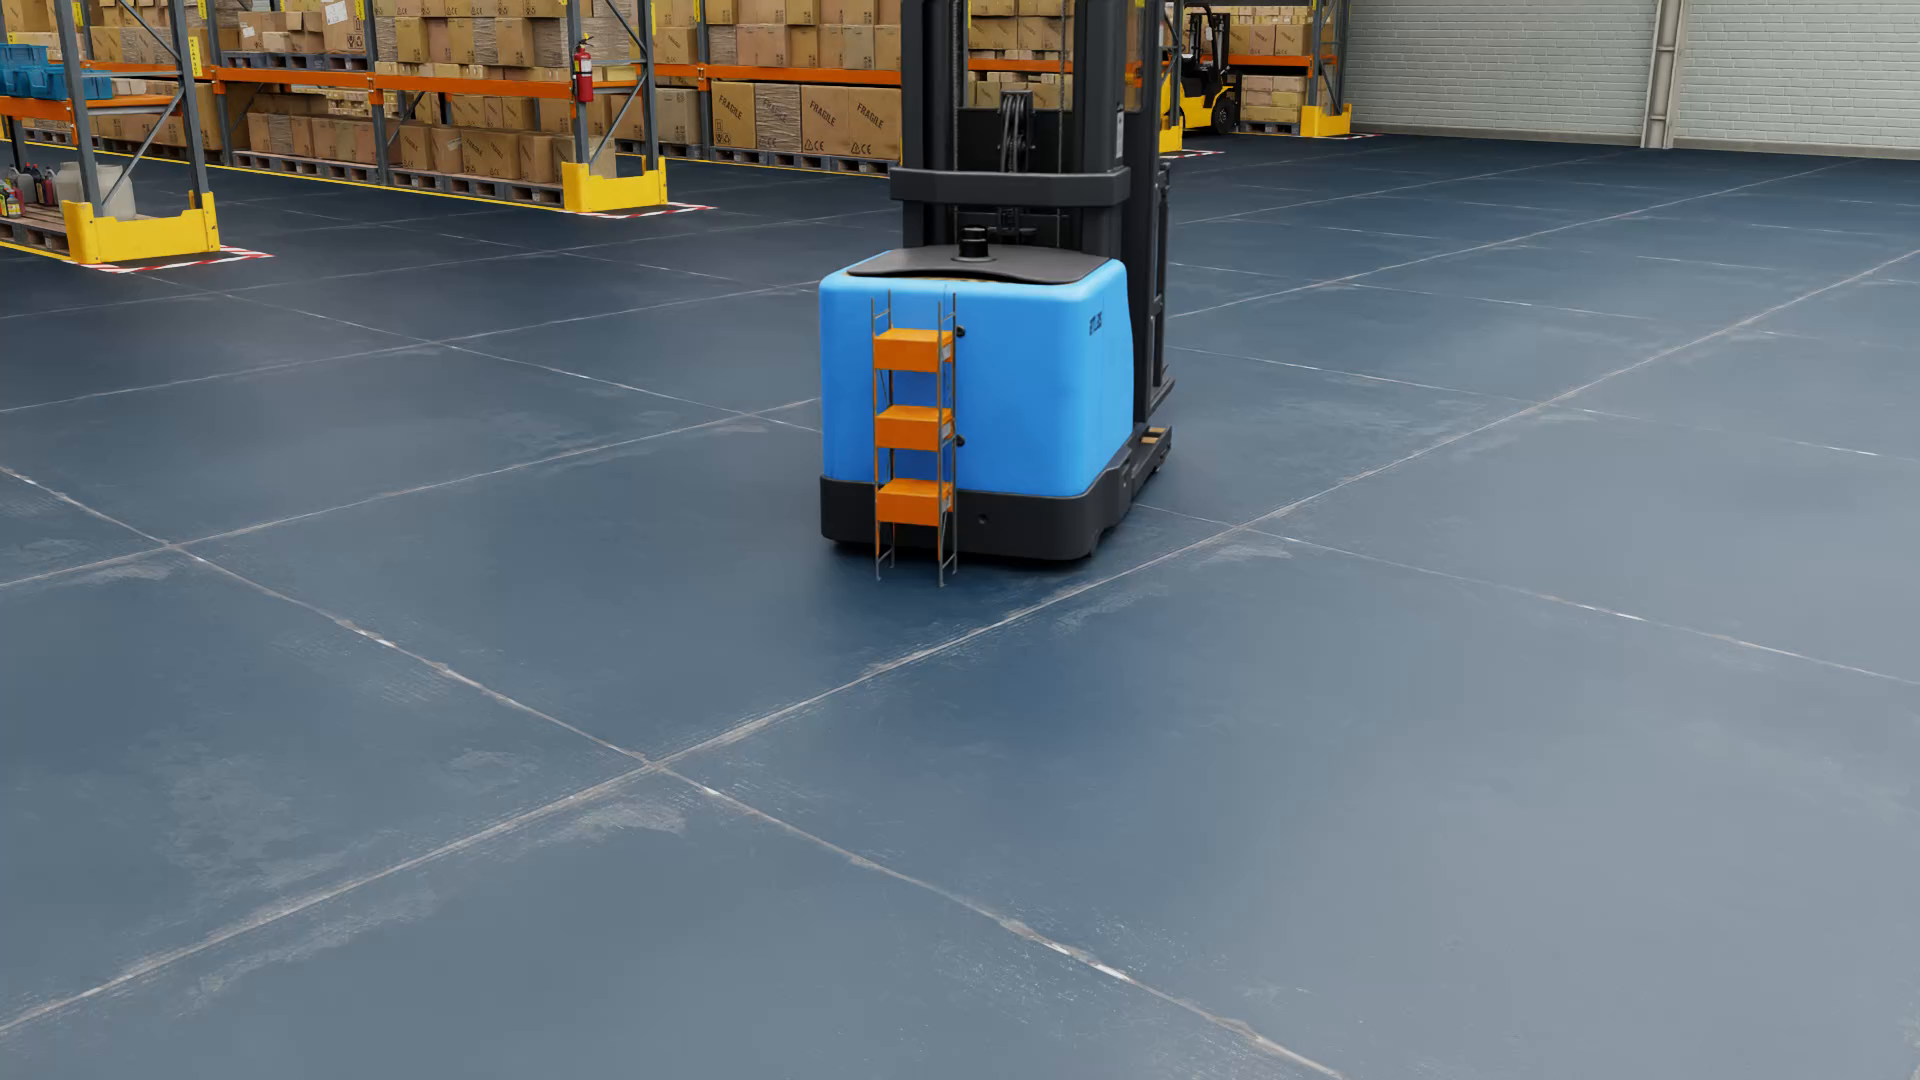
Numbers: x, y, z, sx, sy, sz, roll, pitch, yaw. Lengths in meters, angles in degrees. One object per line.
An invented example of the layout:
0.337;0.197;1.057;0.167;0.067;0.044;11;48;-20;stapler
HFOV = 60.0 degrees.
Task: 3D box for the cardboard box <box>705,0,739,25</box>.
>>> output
-3.012;-7.414;22.981;0.550;0.550;0.875;15;23;39;cardboard box

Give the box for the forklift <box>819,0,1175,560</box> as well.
0.362;-1.729;7.215;1.130;2.935;3.031;5;18;15;forklift

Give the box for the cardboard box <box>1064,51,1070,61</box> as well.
1.764;-7.364;25.272;0.250;0.149;0.380;15;23;40;cardboard box

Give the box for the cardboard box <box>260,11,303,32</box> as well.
-8.710;-6.670;21.810;0.700;0.500;0.500;-14;22;-38;cardboard box

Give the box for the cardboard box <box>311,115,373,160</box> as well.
-7.841;-5.166;21.337;0.500;0.500;0.700;13;22;35;cardboard box

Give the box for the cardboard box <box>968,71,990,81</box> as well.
0.261;-7.388;26.471;0.250;0.149;0.380;15;23;40;cardboard box

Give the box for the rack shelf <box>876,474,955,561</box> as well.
-0.161;-0.088;6.105;0.240;0.259;0.215;5;18;15;rack shelf

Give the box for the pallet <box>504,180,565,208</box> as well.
-4.282;-3.862;18.432;1.213;0.211;1.003;15;23;39;pallet

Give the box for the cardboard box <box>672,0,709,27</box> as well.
-3.640;-7.532;23.569;0.500;0.500;0.700;15;23;38;cardboard box

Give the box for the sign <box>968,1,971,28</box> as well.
0.100;-6.681;21.143;0.005;0.325;0.100;15;23;39;sign

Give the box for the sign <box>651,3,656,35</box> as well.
-3.281;-5.540;17.678;0.005;0.325;0.100;15;23;39;sign

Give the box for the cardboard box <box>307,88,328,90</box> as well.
-11.788;-8.234;30.633;0.250;0.149;0.380;16;23;40;cardboard box

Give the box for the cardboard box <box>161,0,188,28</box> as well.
-10.646;-7.419;23.205;0.637;0.503;0.797;16;23;40;cardboard box

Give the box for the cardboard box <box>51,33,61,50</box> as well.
-13.509;-7.617;25.410;0.500;0.250;0.500;16;24;41;cardboard box

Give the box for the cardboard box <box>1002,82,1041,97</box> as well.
1.002;-6.908;26.032;0.500;0.500;0.500;17;24;42;cardboard box

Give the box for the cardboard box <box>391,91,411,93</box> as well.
-9.967;-7.912;29.620;0.250;0.149;0.380;14;23;38;cardboard box

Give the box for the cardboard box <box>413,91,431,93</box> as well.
-8.871;-7.674;28.032;0.500;0.250;0.500;14;22;37;cardboard box

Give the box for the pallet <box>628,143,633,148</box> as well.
-5.717;-6.208;25.825;1.213;0.211;1.003;15;23;39;pallet

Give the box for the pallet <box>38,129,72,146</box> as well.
-14.050;-6.500;26.745;1.213;0.211;1.003;15;23;39;pallet

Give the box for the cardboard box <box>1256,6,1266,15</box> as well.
5.266;-9.049;28.437;0.250;0.149;0.380;15;23;40;cardboard box

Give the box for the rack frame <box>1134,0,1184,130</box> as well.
2.937;-7.247;24.487;0.127;3.000;1.000;15;23;39;rack frame

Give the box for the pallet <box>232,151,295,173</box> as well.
-9.041;-5.125;22.410;1.213;0.211;1.003;15;23;39;pallet

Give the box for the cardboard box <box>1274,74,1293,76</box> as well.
5.619;-7.976;28.982;0.500;0.250;0.500;15;23;39;cardboard box

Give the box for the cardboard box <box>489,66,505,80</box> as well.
-4.937;-5.143;18.273;0.250;0.149;0.380;15;23;39;cardboard box

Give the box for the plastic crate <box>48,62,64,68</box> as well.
-8.912;-4.456;15.938;0.616;0.251;0.499;15;23;39;plastic crate

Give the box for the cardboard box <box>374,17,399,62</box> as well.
-6.337;-5.893;19.564;0.500;0.500;0.875;15;23;39;cardboard box

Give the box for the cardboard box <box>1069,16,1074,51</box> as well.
1.977;-7.584;24.894;0.500;0.500;0.500;15;23;39;cardboard box

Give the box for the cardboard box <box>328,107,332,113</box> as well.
-11.248;-7.795;30.233;0.250;0.149;0.380;15;23;39;cardboard box

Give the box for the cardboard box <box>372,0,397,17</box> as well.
-6.465;-6.326;19.276;0.500;0.500;0.500;15;23;39;cardboard box

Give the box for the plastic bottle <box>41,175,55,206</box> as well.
-8.814;-3.377;16.057;0.133;0.283;0.061;15;23;39;plastic bottle

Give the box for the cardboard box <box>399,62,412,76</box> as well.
-6.288;-5.480;19.335;0.250;0.149;0.380;15;23;39;cardboard box

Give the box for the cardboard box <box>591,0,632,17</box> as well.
-3.871;-5.843;17.753;0.500;0.500;0.500;15;23;39;cardboard box

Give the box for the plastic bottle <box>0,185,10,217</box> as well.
-8.693;-3.088;15.146;0.133;0.283;0.061;16;23;41;plastic bottle

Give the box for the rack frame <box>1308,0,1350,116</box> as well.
6.229;-8.371;28.028;0.127;3.000;1.000;15;23;39;rack frame

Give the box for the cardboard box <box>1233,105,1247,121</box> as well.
4.934;-7.487;29.097;0.500;0.250;0.500;15;23;40;cardboard box

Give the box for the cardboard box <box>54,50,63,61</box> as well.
-13.639;-7.436;25.500;0.250;0.149;0.380;16;23;40;cardboard box

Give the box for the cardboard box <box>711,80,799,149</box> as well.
-2.841;-5.955;23.235;0.875;0.875;0.875;15;23;40;cardboard box

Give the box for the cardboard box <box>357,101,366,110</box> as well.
-10.444;-7.711;29.477;0.250;0.149;0.380;16;23;41;cardboard box

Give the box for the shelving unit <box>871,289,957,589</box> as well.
-0.161;-0.362;6.018;0.252;1.050;0.215;5;18;15;shelving unit

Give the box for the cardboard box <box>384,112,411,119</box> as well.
-9.768;-7.359;28.860;0.250;0.149;0.380;15;23;40;cardboard box

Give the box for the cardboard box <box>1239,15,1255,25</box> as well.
5.010;-8.939;28.583;0.250;0.149;0.380;14;22;38;cardboard box

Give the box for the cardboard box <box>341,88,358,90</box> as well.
-11.248;-8.308;30.868;0.250;0.149;0.380;14;23;38;cardboard box

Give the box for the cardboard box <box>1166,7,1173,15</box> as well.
3.855;-9.385;29.495;0.250;0.149;0.380;16;23;40;cardboard box

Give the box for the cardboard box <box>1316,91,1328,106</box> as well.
6.015;-7.640;28.751;0.500;0.250;0.500;16;23;40;cardboard box

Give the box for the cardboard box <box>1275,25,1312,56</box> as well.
5.687;-8.458;28.137;0.500;0.500;0.500;14;23;38;cardboard box

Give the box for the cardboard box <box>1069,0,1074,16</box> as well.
2.036;-8.069;24.769;0.500;0.500;0.700;15;23;40;cardboard box

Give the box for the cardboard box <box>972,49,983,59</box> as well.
0.410;-7.709;26.359;0.250;0.149;0.380;15;23;39;cardboard box

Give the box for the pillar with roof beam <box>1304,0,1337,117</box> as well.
3.449;-10.600;25.135;0.400;9.000;9.100;15;23;39;pillar with roof beam

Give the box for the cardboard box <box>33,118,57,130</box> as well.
-14.396;-7.112;26.880;0.875;0.875;0.875;15;23;39;cardboard box

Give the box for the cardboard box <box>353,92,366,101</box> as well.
-10.502;-7.847;29.415;0.250;0.149;0.380;14;22;37;cardboard box

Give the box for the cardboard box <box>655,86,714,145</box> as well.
-3.789;-6.142;24.031;0.750;0.750;1.050;15;23;39;cardboard box

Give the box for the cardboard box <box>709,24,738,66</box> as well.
-2.981;-6.910;23.178;0.550;0.550;0.875;15;23;39;cardboard box

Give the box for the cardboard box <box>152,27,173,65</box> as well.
-10.918;-6.907;23.250;0.500;0.500;0.500;14;22;38;cardboard box
